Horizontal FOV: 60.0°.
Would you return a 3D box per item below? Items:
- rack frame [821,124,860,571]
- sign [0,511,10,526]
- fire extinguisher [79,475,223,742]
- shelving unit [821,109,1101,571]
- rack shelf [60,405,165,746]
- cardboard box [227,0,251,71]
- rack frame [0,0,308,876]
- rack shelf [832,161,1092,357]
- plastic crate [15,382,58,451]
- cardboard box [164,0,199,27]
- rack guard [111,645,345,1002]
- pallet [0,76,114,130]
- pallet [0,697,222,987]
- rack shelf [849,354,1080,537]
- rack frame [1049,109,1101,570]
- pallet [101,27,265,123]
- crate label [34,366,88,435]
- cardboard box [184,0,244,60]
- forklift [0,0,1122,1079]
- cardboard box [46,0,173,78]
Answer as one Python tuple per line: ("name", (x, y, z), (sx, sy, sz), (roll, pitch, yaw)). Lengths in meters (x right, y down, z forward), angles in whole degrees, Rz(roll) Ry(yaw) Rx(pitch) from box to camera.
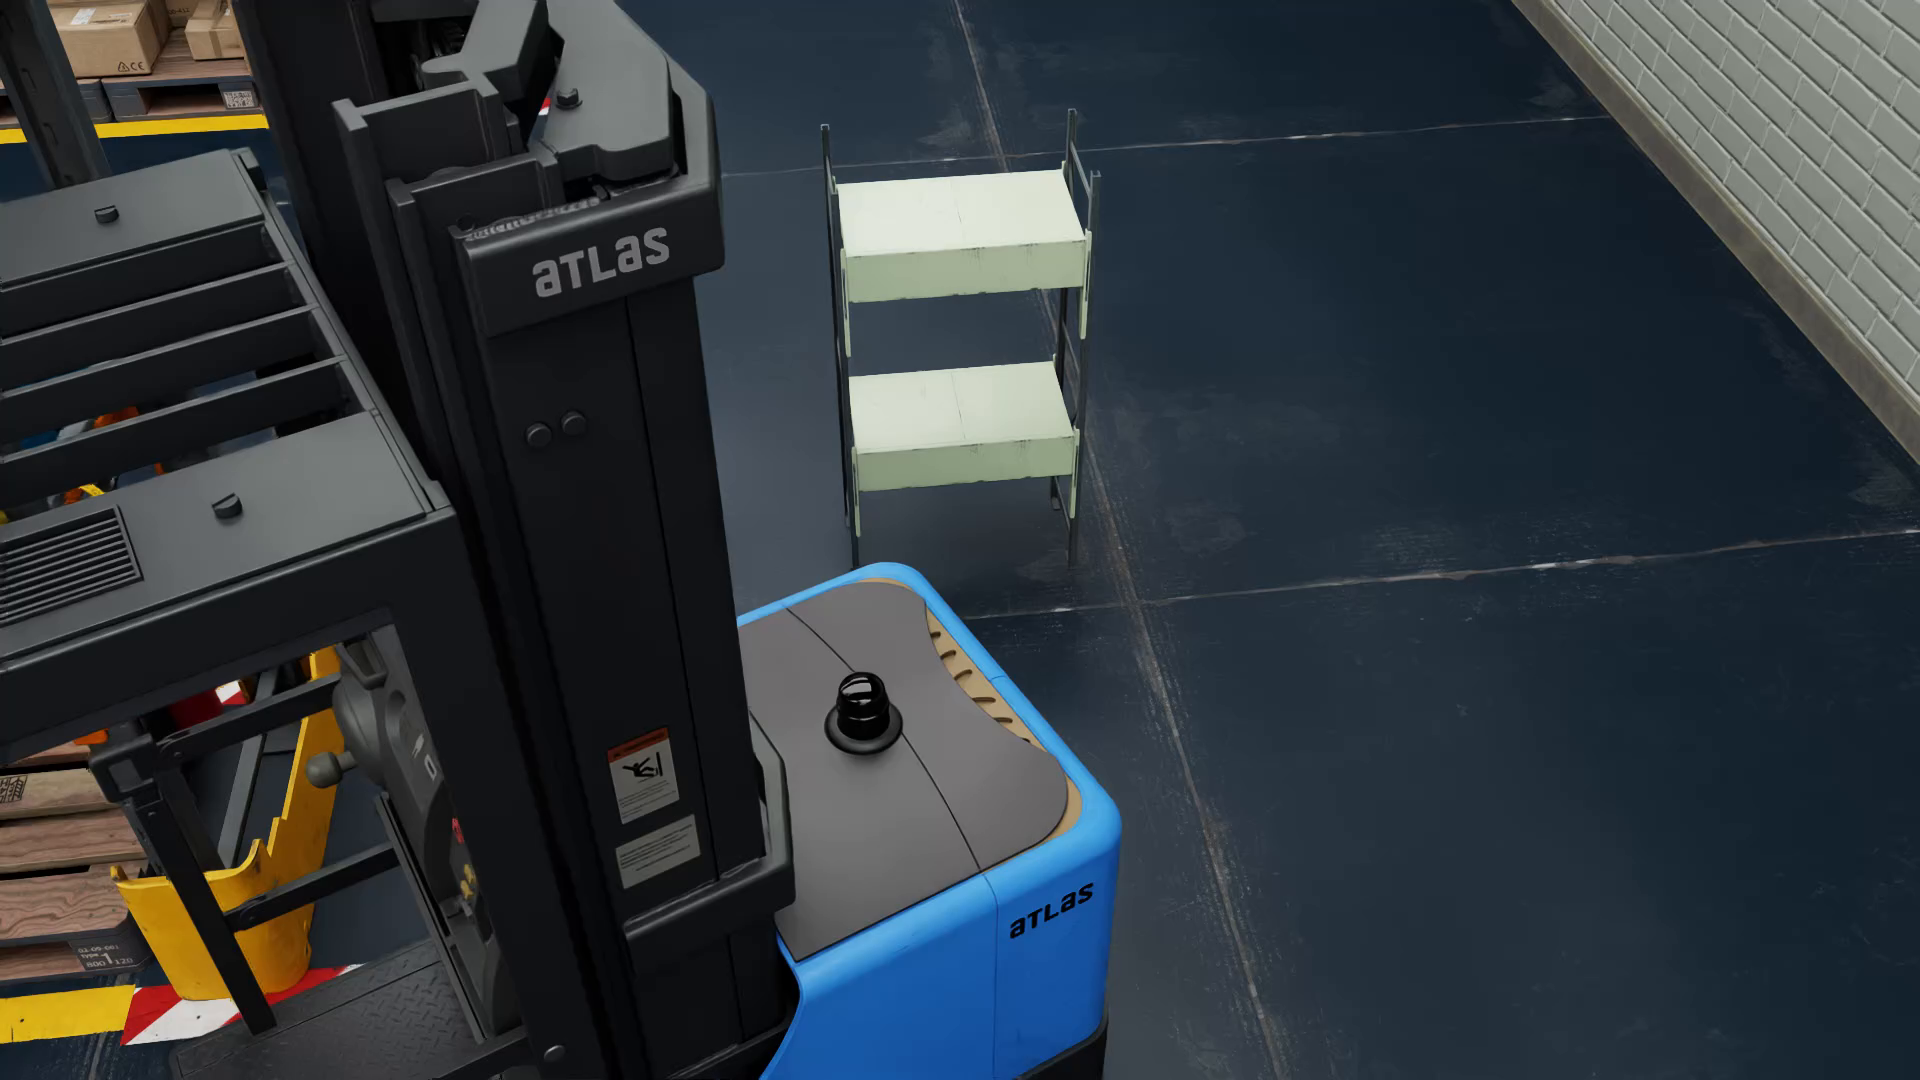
("rack frame", (-0.370, -0.525, 5.212), (0.023, 1.500, 0.400), (-5, 42, -6))
("sign", (-1.927, 0.022, 3.364), (0.005, 0.325, 0.100), (-5, 42, -6))
("fire extinguisher", (-1.806, 0.175, 3.653), (0.183, 0.674, 0.296), (-5, 42, -6))
("shelving unit", (-0.007, -0.556, 5.247), (0.755, 1.500, 0.431), (-5, 42, -6))
("rack shelf", (-3.997, 0.160, 3.870), (4.000, 0.370, 1.077), (-5, 42, -6))
("cardboard box", (-3.160, -2.595, 7.926), (0.500, 0.500, 0.500), (-5, 42, -6))
("rack frame", (-2.014, -0.281, 3.822), (0.127, 3.000, 1.000), (-5, 42, -6))
("rack shelf", (-0.007, -0.846, 4.986), (0.720, 0.370, 0.431), (-5, 42, -6))
("plastic crate", (-2.322, -0.163, 3.620), (0.499, 0.435, 0.616), (-5, 42, -6))
("cardboard box", (-3.724, -2.811, 8.352), (0.500, 0.250, 0.500), (-5, 42, -6))
("rack guard", (-1.992, 0.636, 4.671), (0.348, 0.500, 1.175), (-5, 42, -6))
("pallet", (-4.726, -2.355, 8.204), (1.213, 0.211, 1.003), (-5, 42, -6))
("pallet", (-2.837, 0.800, 4.705), (1.213, 0.211, 1.003), (-5, 42, -6))
("rack shelf", (-0.007, -0.314, 5.465), (0.720, 0.370, 0.431), (-5, 42, -6))
("rack frame", (0.356, -0.588, 5.282), (0.023, 1.500, 0.400), (-5, 42, -6))
("pallet", (-3.518, -2.459, 8.319), (1.213, 0.211, 1.003), (-5, 42, -6))
("crate label", (-2.302, -0.438, 4.077), (0.303, 0.233, 0.416), (-5, 42, -6))
("cardboard box", (-3.573, -2.496, 8.065), (0.250, 0.166, 0.380), (-5, 42, -6))
("forklift", (-1.169, 0.522, 2.983), (3.031, 2.935, 1.130), (-22, 46, -22))
("cardboard box", (-4.106, -2.440, 7.940), (0.500, 0.250, 0.500), (-5, 42, -6))
